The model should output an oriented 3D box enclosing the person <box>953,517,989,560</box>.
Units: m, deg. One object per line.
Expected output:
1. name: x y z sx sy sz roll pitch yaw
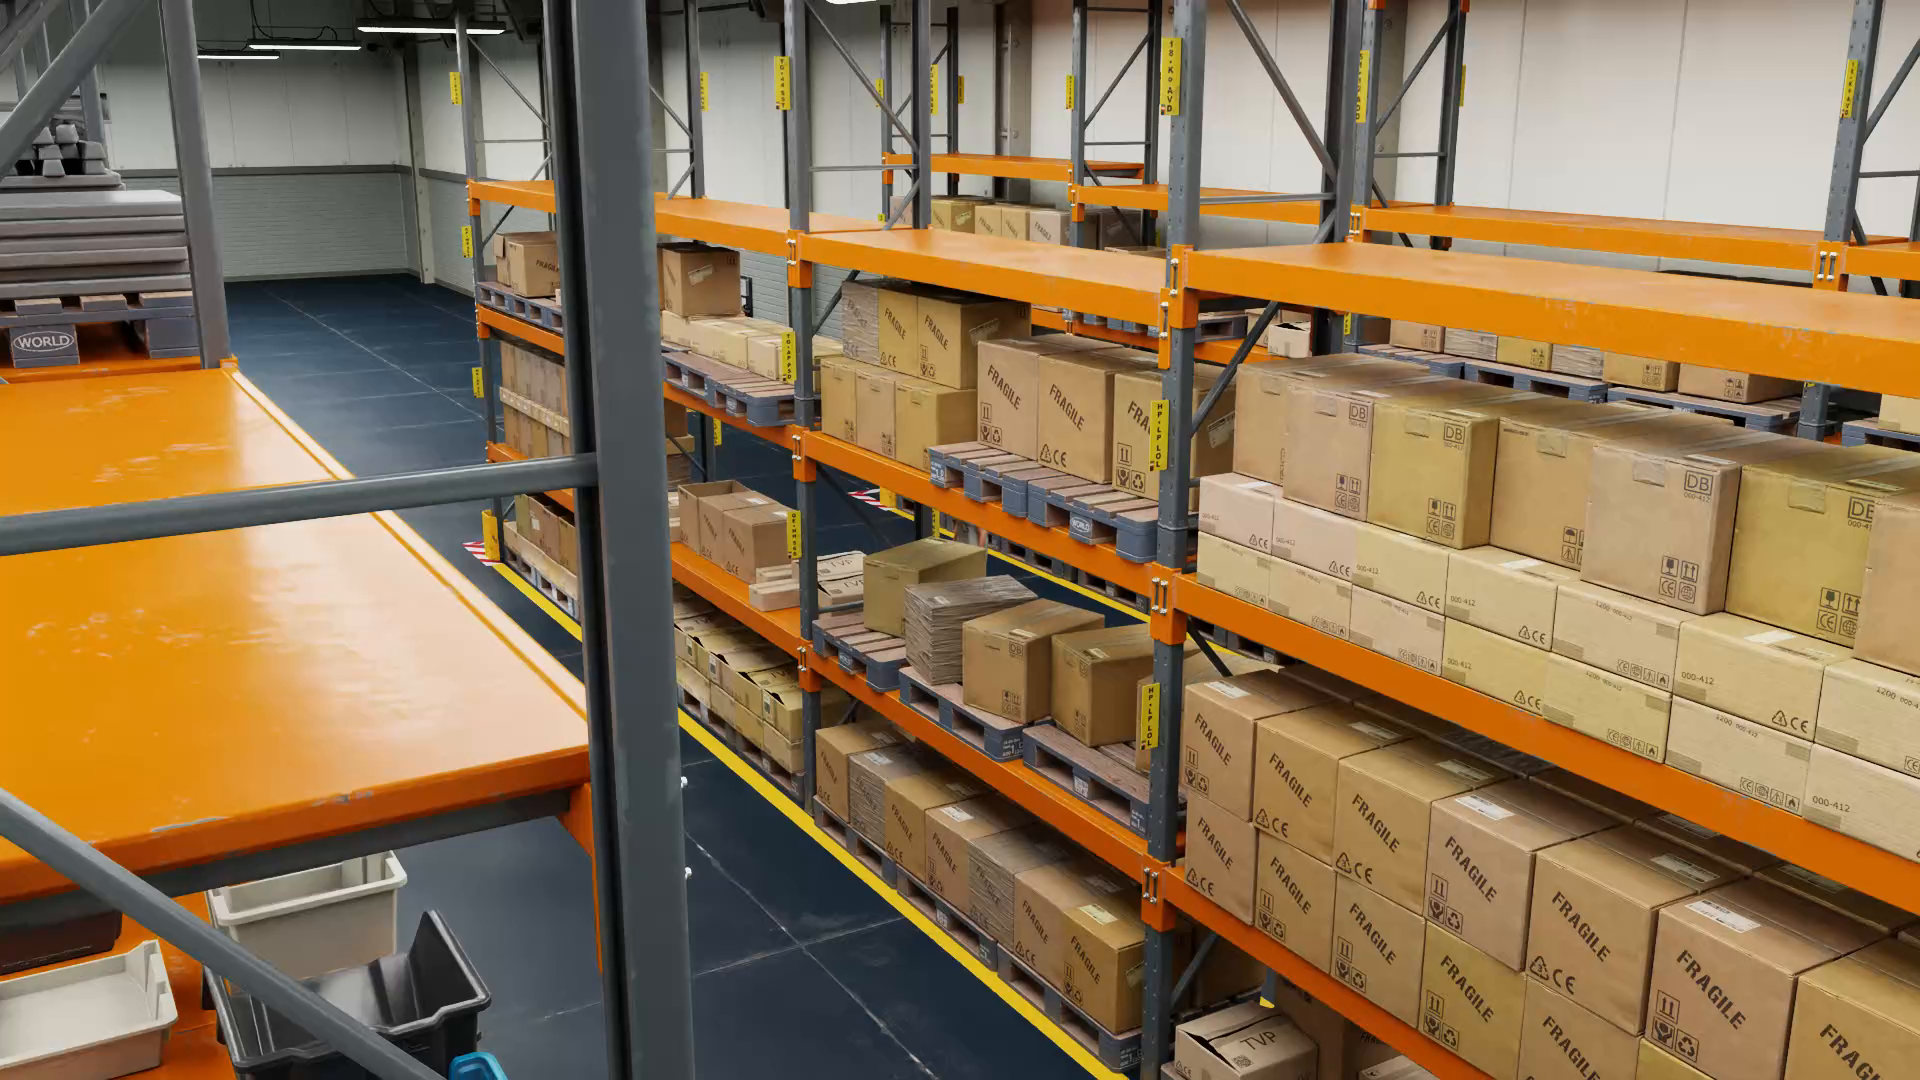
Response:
1. person: 0.072 0.133 15.519 0.357 1.673 0.486 -9 17 -29
